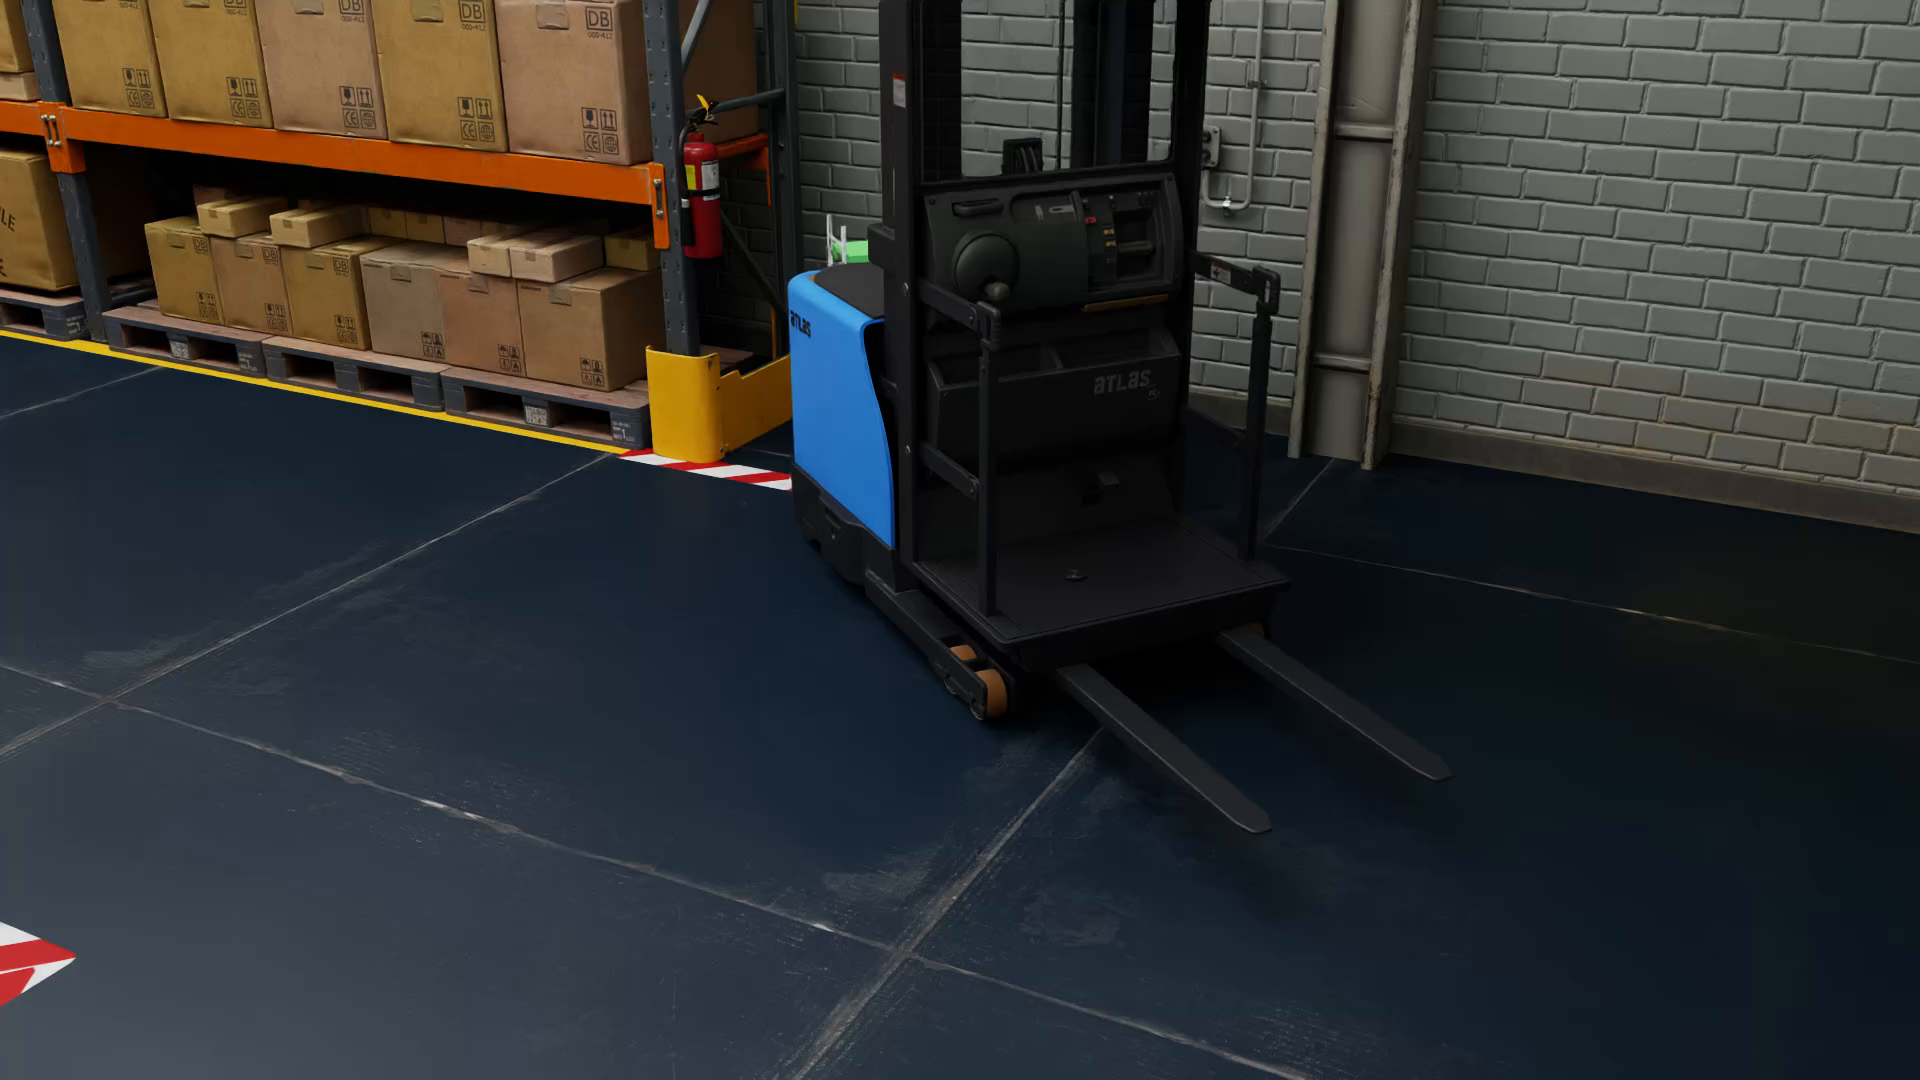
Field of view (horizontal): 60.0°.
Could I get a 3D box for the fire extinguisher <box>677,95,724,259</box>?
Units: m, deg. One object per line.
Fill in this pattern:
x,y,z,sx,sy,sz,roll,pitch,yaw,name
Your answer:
-1.122,-1.562,7.165,0.183,0.674,0.296,11,25,25,fire extinguisher

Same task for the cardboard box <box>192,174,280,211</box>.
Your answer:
-4.037,-1.932,9.288,0.250,0.149,0.380,11,25,24,cardboard box

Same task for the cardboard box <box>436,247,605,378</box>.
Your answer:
-2.165,-1.177,8.341,0.500,0.500,0.700,11,25,24,cardboard box

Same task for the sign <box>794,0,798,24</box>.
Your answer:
-0.793,-2.584,7.787,0.005,0.325,0.100,11,25,25,sign

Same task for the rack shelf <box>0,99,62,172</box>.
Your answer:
-6.403,-2.685,10.150,4.000,0.370,1.077,11,25,25,rack shelf

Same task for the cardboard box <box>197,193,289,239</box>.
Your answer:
-3.774,-1.712,8.772,0.250,0.149,0.380,12,26,26,cardboard box

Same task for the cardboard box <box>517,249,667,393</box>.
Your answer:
-1.719,-1.088,8.134,0.500,0.500,0.700,11,25,25,cardboard box

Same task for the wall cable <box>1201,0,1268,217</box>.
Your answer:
0.521,-2.528,7.565,1.851,1.984,0.084,11,25,25,wall cable

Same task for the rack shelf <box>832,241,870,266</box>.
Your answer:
-0.270,-1.153,6.865,0.480,0.148,0.258,-8,24,-18,rack shelf

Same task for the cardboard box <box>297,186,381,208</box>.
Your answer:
-3.331,-1.793,8.962,0.250,0.149,0.380,10,25,23,cardboard box

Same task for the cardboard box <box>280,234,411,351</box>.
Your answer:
-3.094,-1.357,8.765,0.500,0.500,0.700,12,26,26,cardboard box

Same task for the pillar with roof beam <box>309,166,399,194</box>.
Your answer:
-5.546,-4.099,4.889,0.400,9.000,9.100,11,25,25,pillar with roof beam

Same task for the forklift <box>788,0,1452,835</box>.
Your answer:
0.414,-0.962,5.266,1.130,2.935,3.031,-11,25,-24,forklift

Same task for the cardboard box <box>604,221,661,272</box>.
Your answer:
-1.517,-1.435,8.119,0.250,0.149,0.380,11,26,25,cardboard box

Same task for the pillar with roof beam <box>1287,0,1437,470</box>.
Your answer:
-0.191,-3.039,2.398,0.400,9.000,9.100,11,25,25,pillar with roof beam

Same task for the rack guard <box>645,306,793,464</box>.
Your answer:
-1.027,-0.802,7.997,0.348,0.500,1.175,11,25,25,rack guard

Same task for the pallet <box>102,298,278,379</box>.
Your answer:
-3.975,-1.218,9.345,1.213,0.211,1.003,11,25,25,pallet

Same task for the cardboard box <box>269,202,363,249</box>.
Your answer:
-3.308,-1.620,8.556,0.250,0.149,0.380,10,25,23,cardboard box

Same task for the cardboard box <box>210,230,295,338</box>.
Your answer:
-3.551,-1.448,8.980,0.500,0.500,0.700,11,25,24,cardboard box

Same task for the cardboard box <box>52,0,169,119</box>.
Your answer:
-4.142,-2.700,8.882,0.700,0.700,0.980,12,26,25,cardboard box

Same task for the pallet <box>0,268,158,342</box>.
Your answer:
-5.341,-1.490,9.983,1.213,0.211,1.003,11,25,25,pallet

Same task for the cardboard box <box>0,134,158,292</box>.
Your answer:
-5.257,-1.936,9.681,0.750,0.750,0.750,12,26,25,cardboard box

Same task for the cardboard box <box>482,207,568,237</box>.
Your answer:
-2.192,-1.568,8.433,0.250,0.149,0.380,11,26,25,cardboard box

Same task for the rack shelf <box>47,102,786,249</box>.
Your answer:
-2.834,-1.979,8.489,4.000,0.370,1.077,11,25,25,rack shelf

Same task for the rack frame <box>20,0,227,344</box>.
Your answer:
-4.619,-2.663,9.179,0.127,3.000,1.000,11,25,25,rack frame

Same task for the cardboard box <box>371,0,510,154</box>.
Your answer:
-2.163,-2.306,7.956,0.700,0.700,0.980,11,25,24,cardboard box

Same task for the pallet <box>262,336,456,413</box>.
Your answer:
-2.882,-1.003,8.839,1.213,0.211,1.003,11,25,25,pallet

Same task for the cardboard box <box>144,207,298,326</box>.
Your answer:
-3.997,-1.538,9.191,0.500,0.500,0.700,12,26,25,cardboard box

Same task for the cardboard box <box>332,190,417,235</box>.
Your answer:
-3.106,-1.748,8.856,0.250,0.149,0.380,11,26,25,cardboard box

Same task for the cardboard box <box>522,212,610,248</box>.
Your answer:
-1.969,-1.524,8.329,0.250,0.149,0.380,11,26,25,cardboard box

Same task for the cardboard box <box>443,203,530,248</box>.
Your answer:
-2.420,-1.613,8.538,0.250,0.149,0.380,12,26,25,cardboard box

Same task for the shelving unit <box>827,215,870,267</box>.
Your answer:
-0.270,-0.770,7.028,0.503,1.200,0.258,-8,24,-18,shelving unit

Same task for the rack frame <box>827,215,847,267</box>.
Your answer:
-0.501,-0.738,6.953,0.015,1.200,0.240,-8,24,-18,rack frame

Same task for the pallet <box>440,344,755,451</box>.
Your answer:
-1.798,-0.787,8.332,1.213,0.211,1.003,11,25,25,pallet

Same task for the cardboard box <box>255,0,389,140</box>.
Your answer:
-2.839,-2.444,8.280,0.700,0.700,0.980,10,25,22,cardboard box

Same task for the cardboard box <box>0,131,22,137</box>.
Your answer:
-6.052,-2.092,10.047,0.750,0.750,0.750,12,26,26,cardboard box

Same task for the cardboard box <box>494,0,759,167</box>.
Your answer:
-1.509,-2.181,7.663,0.700,0.700,0.980,12,26,27,cardboard box

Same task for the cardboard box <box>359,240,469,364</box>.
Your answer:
-2.614,-1.265,8.550,0.500,0.500,0.700,10,25,23,cardboard box

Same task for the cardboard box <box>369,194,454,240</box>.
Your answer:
-2.875,-1.703,8.750,0.250,0.149,0.380,11,25,24,cardboard box

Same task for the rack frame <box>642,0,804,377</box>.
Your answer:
-1.049,-1.957,7.518,0.127,3.000,1.000,11,25,25,rack frame

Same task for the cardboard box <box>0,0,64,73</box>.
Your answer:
-5.144,-2.849,9.082,0.500,0.500,0.500,11,25,24,cardboard box

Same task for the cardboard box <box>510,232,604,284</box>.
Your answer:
-1.916,-1.346,7.910,0.250,0.149,0.380,11,25,24,cardboard box

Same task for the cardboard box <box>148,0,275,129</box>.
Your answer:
-3.493,-2.569,8.574,0.700,0.700,0.980,11,25,23,cardboard box

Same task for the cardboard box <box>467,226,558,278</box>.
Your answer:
-2.144,-1.391,8.016,0.250,0.149,0.380,12,26,26,cardboard box

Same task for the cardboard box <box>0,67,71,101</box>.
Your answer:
-5.048,-2.517,9.132,0.250,0.149,0.380,11,26,25,cardboard box

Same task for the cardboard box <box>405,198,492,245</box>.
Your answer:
-2.649,-1.658,8.644,0.250,0.149,0.380,11,26,25,cardboard box
